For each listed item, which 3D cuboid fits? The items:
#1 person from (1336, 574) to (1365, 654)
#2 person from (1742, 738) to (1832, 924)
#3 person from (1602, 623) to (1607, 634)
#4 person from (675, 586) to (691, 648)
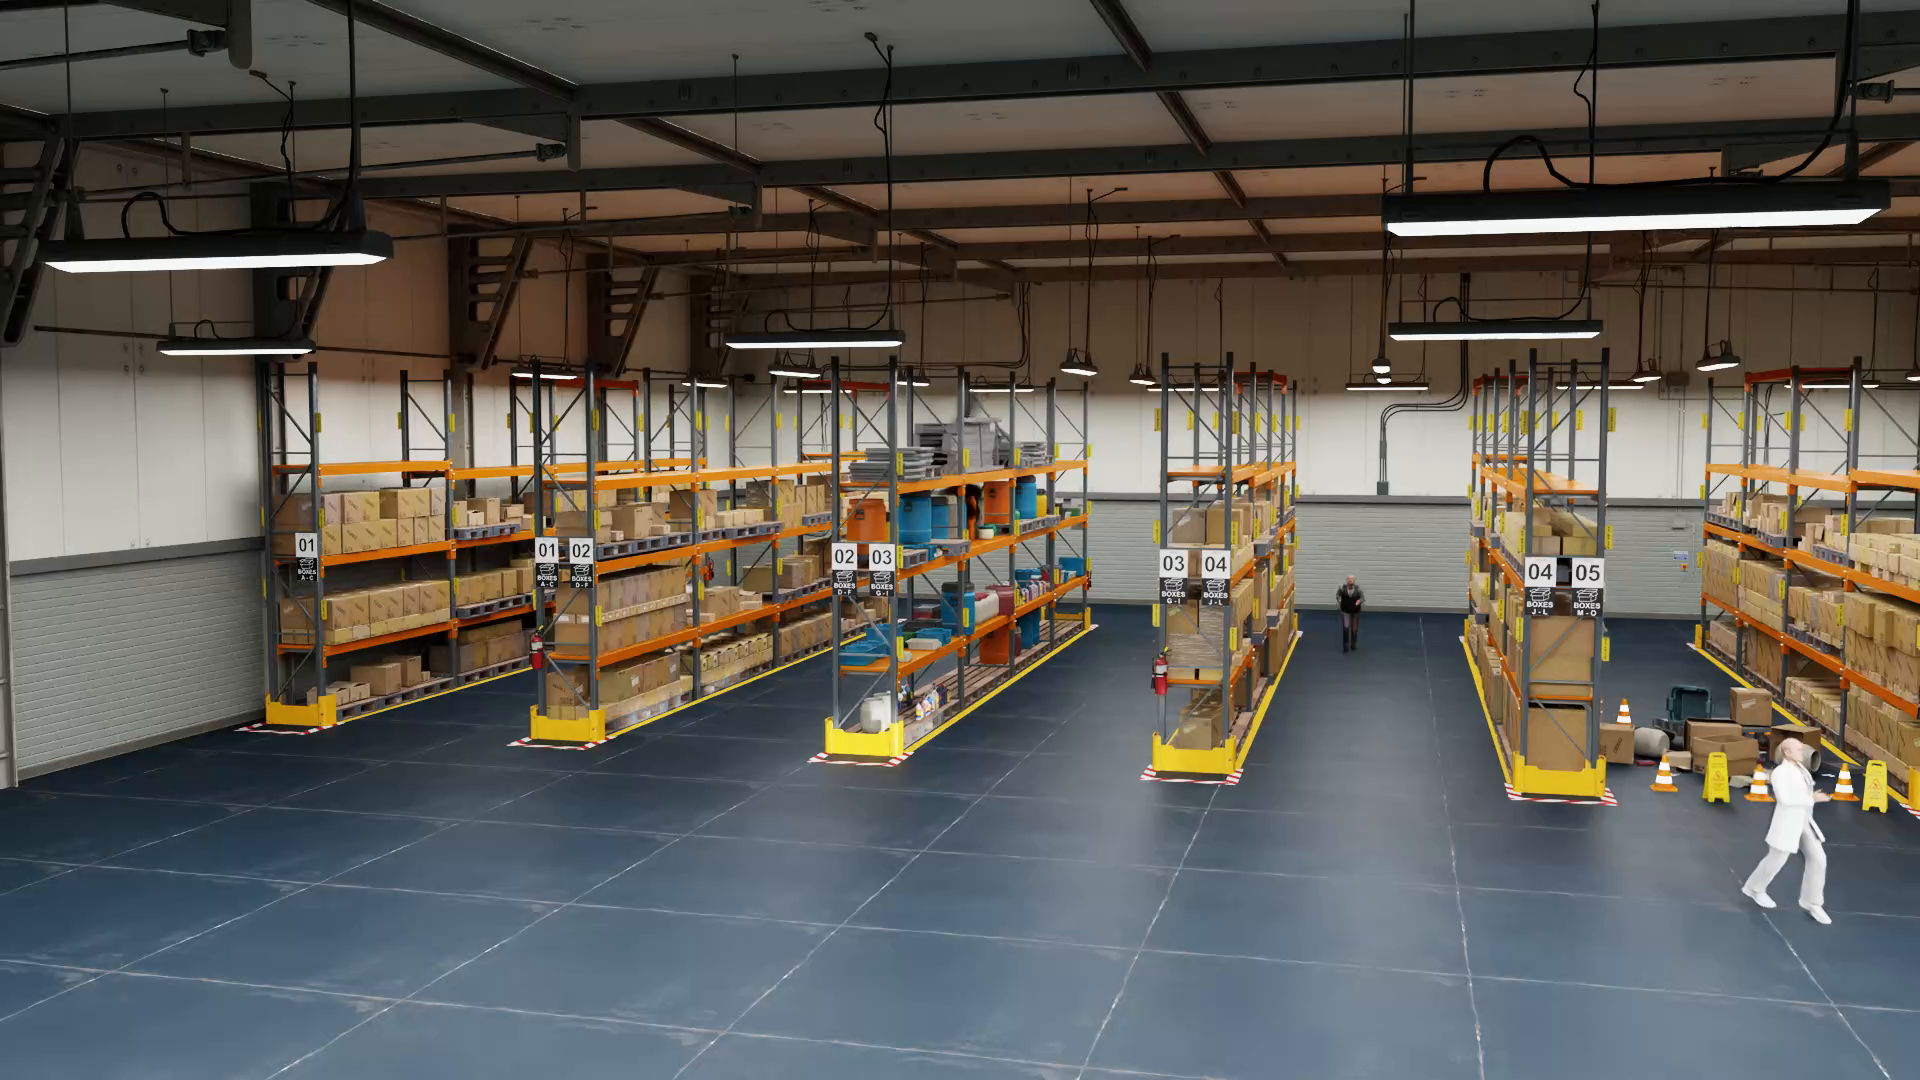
[{"bbox_3d":[8.524,1.618,36.281,0.600,1.754,0.847,0,4,6],"label":"person"},{"bbox_3d":[8.414,2.923,16.881,0.677,1.846,0.866,-3,5,-33],"label":"person"},{"bbox_3d":[14.573,1.465,38.665,0.947,1.697,0.612,1,4,8],"label":"person"},{"bbox_3d":[-6.188,1.587,36.128,0.672,1.746,0.657,1,4,8],"label":"person"}]
